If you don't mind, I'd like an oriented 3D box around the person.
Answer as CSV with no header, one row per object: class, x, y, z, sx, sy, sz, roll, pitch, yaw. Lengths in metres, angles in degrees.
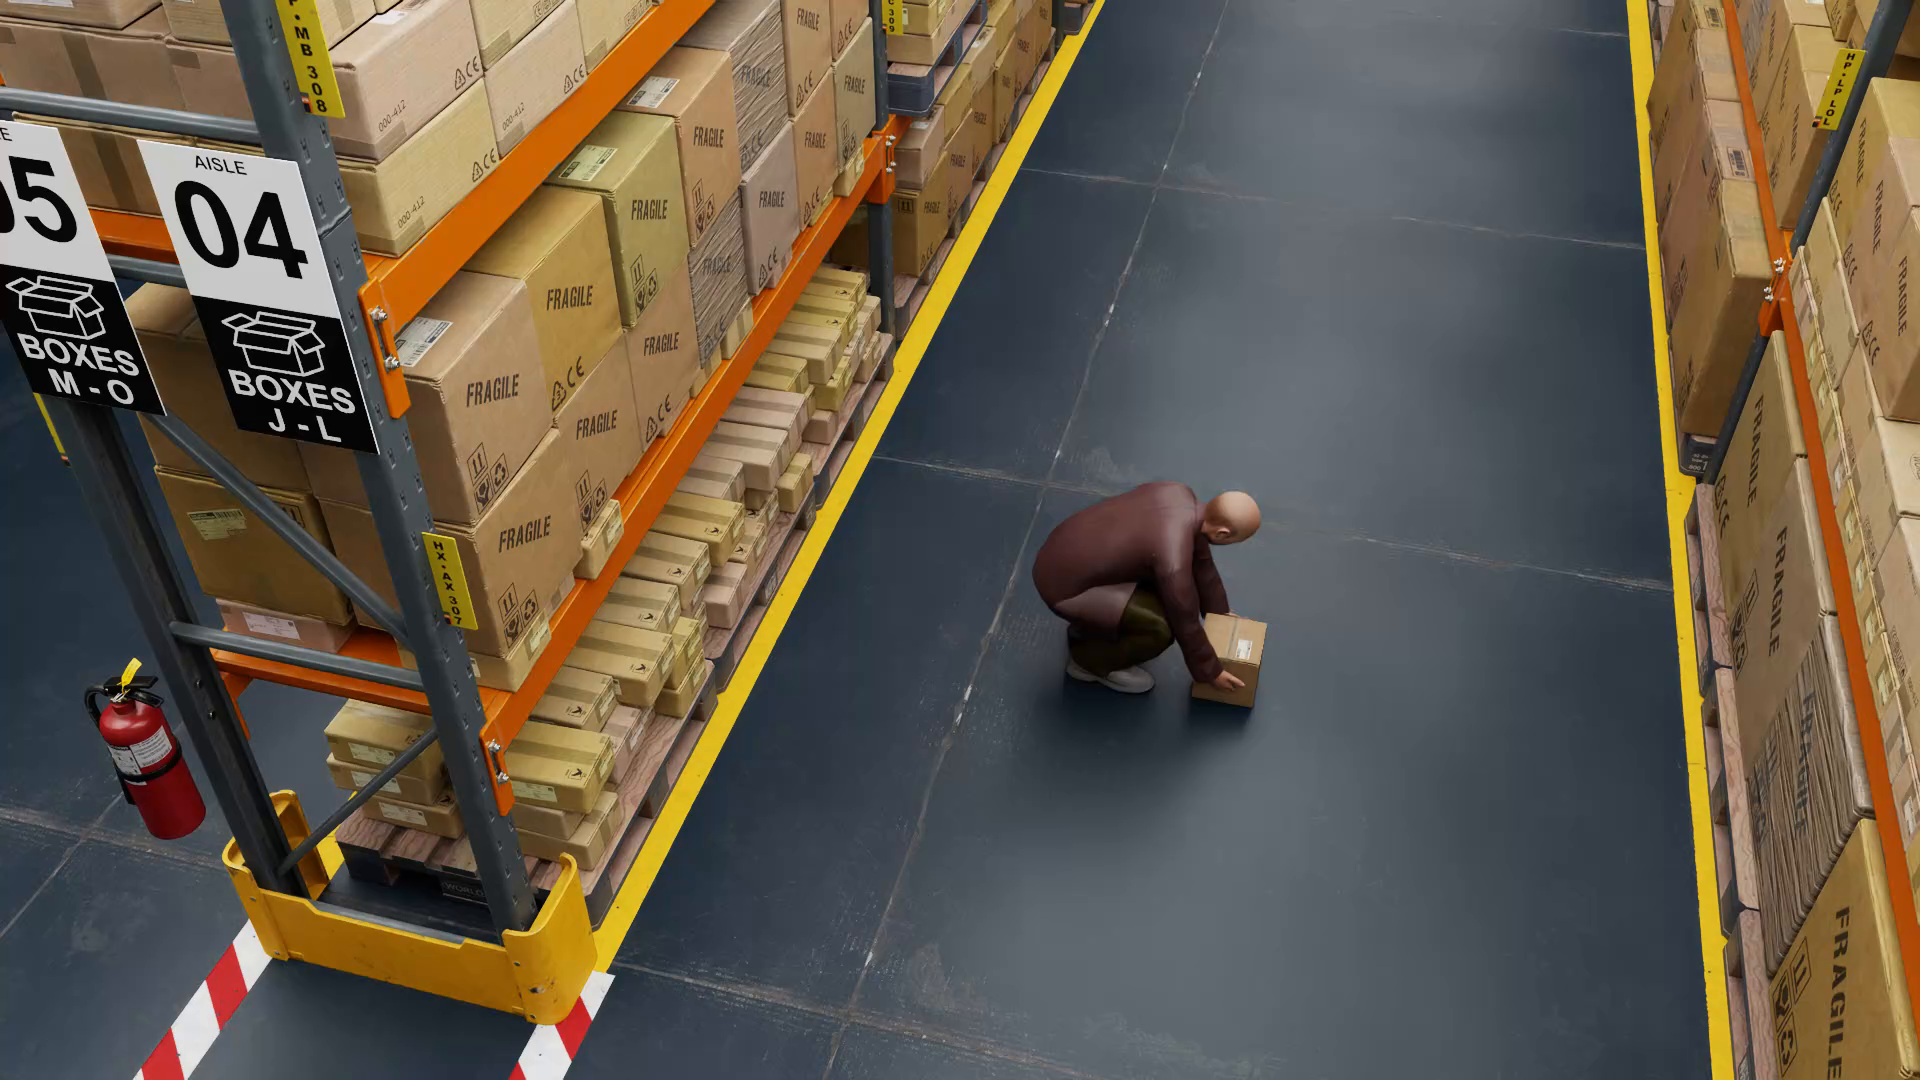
person,0.741,0.159,6.647,0.908,0.918,0.603,10,41,11
